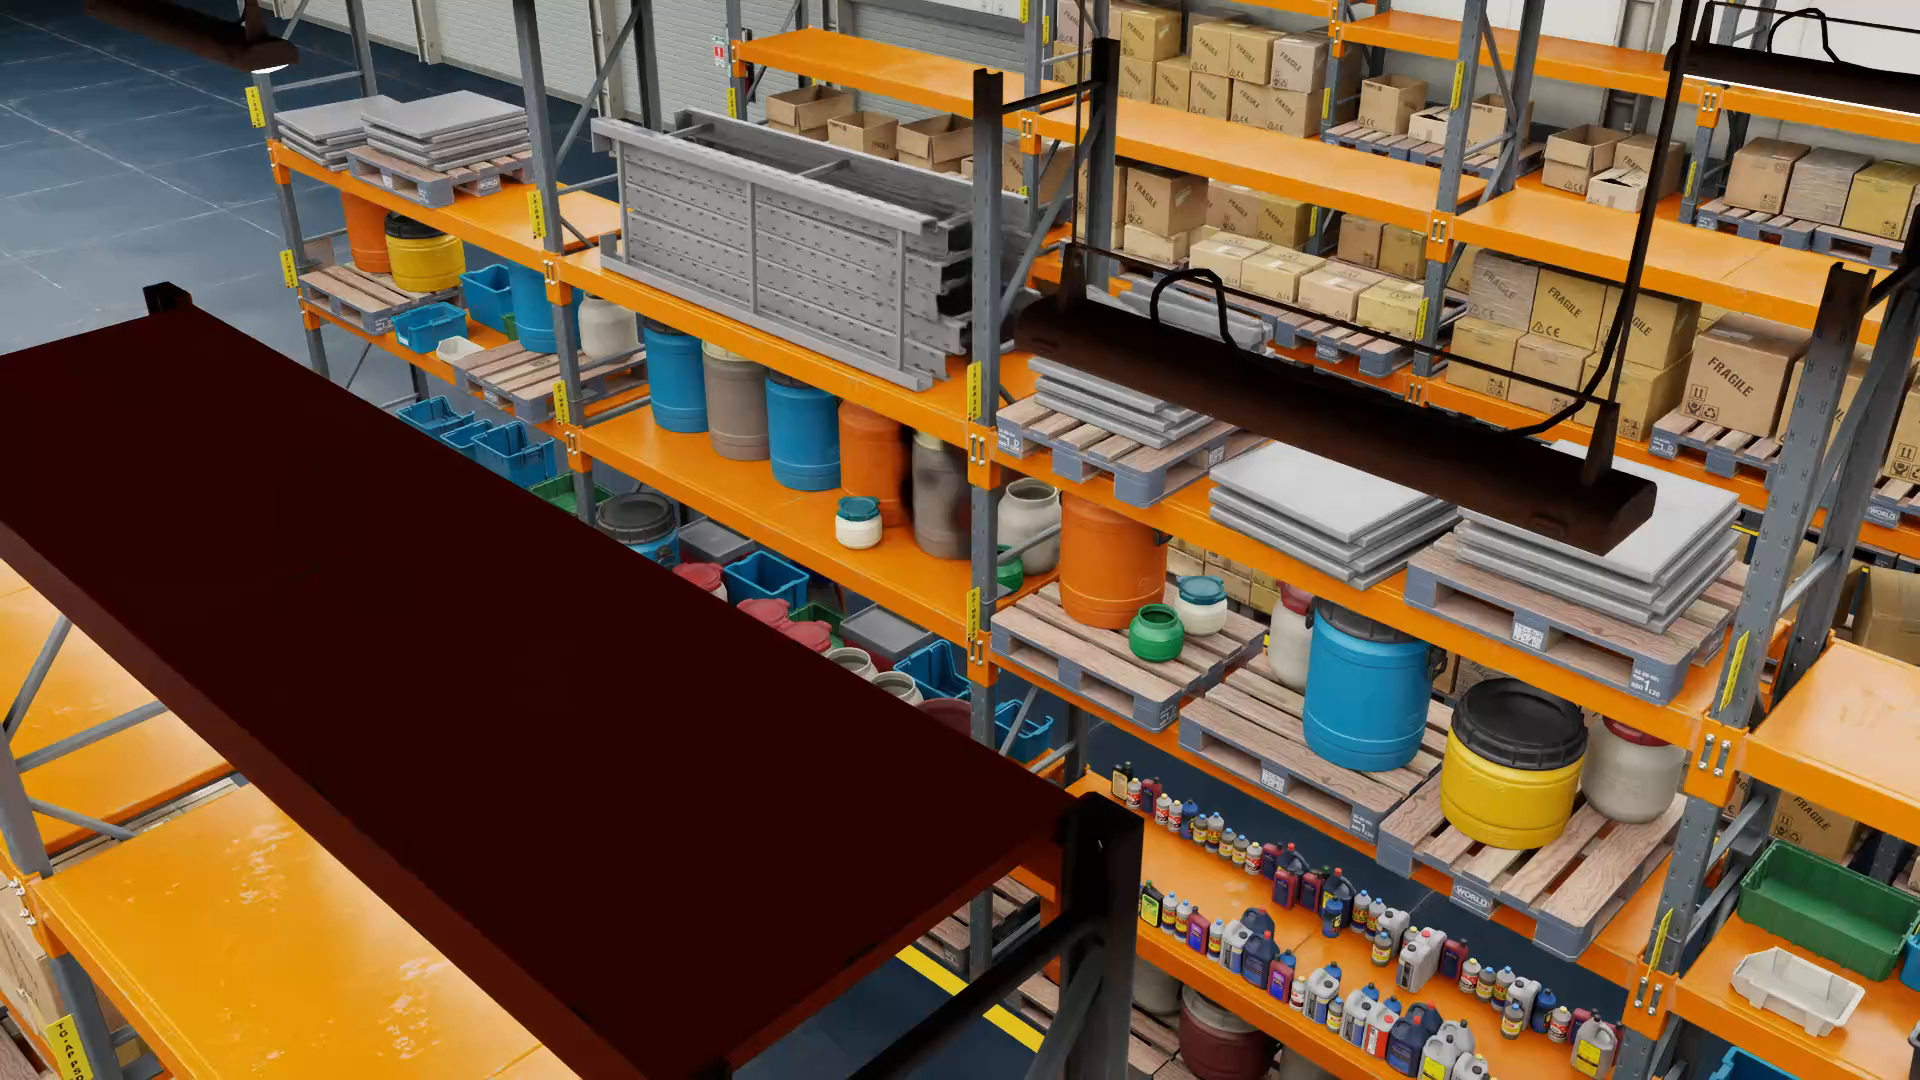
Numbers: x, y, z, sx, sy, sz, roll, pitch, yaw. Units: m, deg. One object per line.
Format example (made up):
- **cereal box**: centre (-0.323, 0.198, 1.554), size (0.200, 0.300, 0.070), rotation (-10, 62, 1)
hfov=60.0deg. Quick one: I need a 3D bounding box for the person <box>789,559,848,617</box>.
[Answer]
- **person**: centre (-1.100, 0.550, 13.606), size (0.646, 1.634, 0.582), rotation (7, 30, 12)
